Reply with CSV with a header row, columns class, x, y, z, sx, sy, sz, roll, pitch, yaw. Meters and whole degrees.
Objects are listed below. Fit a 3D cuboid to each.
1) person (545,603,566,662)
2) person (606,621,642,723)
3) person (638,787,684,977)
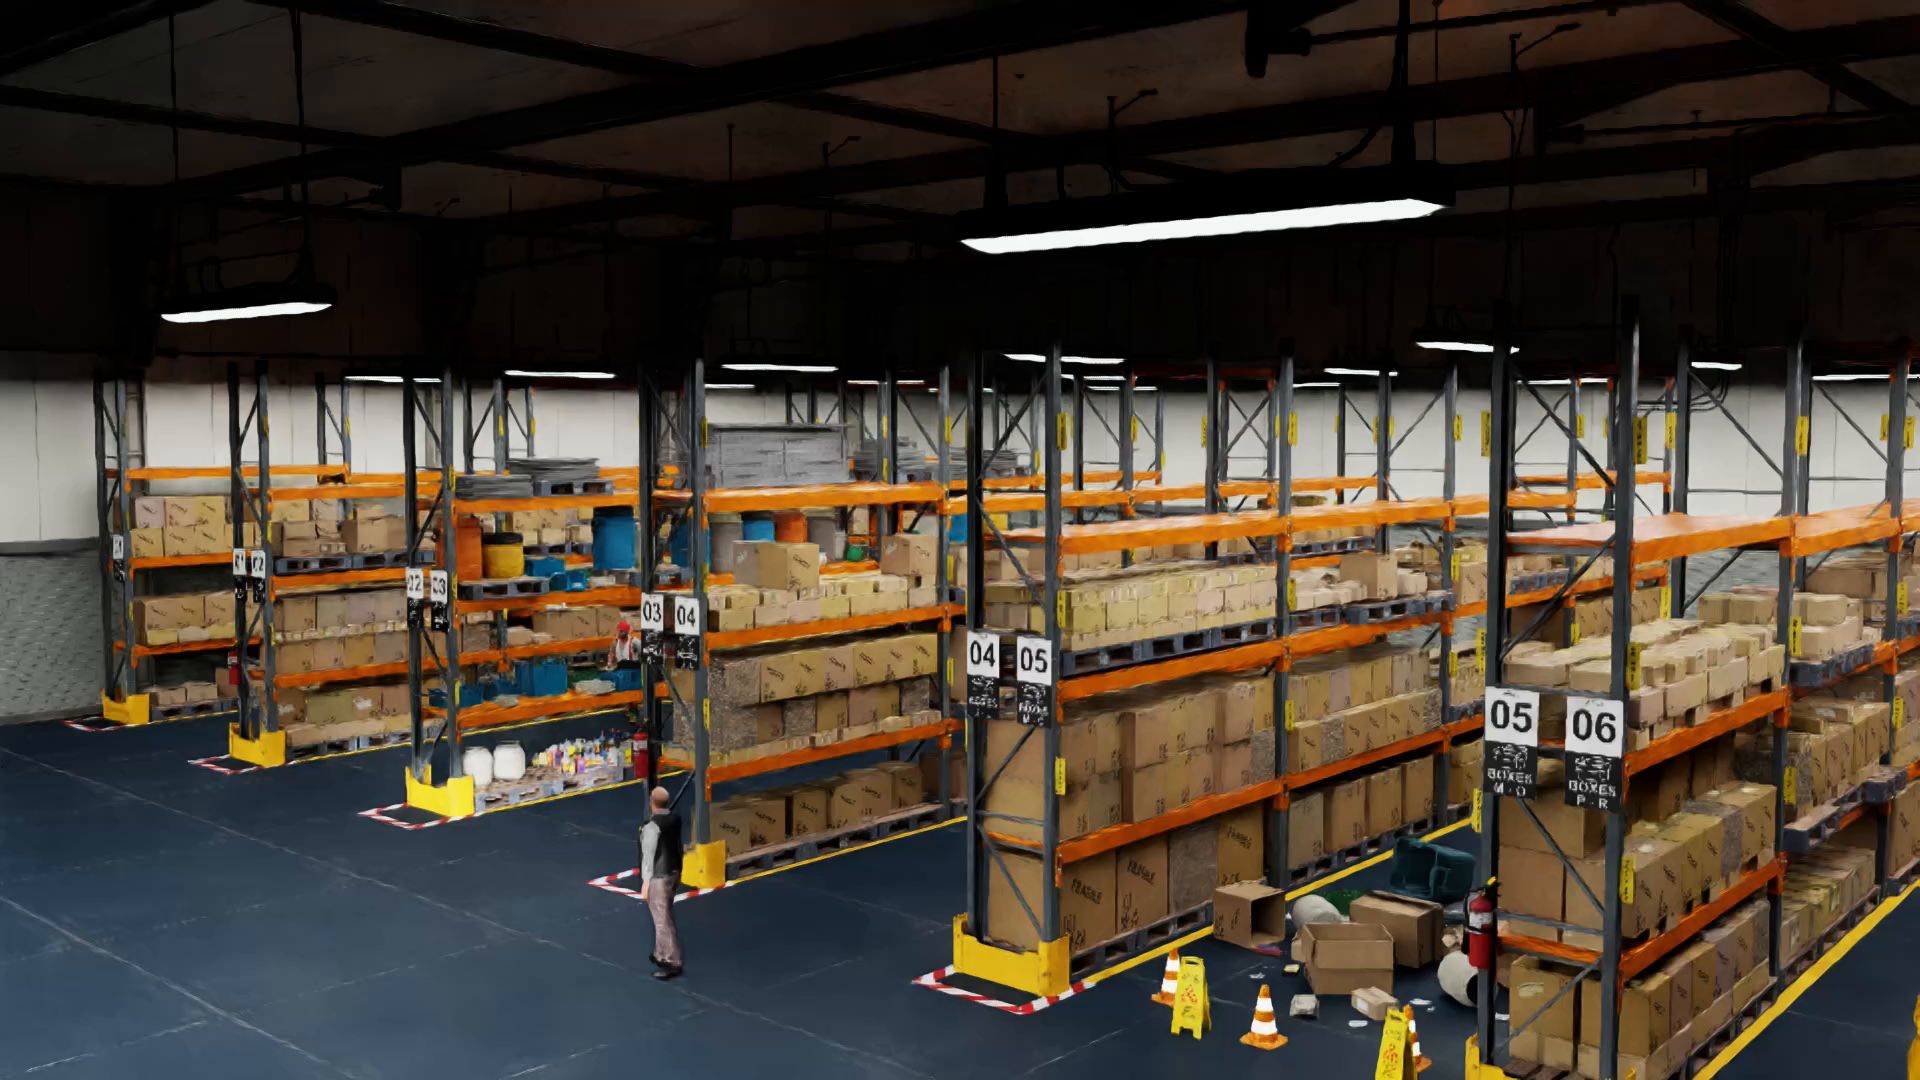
class,x,y,z,sx,sy,sz,roll,pitch,yaw
person,-8.027,1.803,33.303,0.401,1.787,0.666,1,4,19
person,-5.621,2.218,28.255,0.686,1.716,0.838,2,5,25
person,-2.794,3.168,15.550,0.550,1.722,0.639,2,5,21
